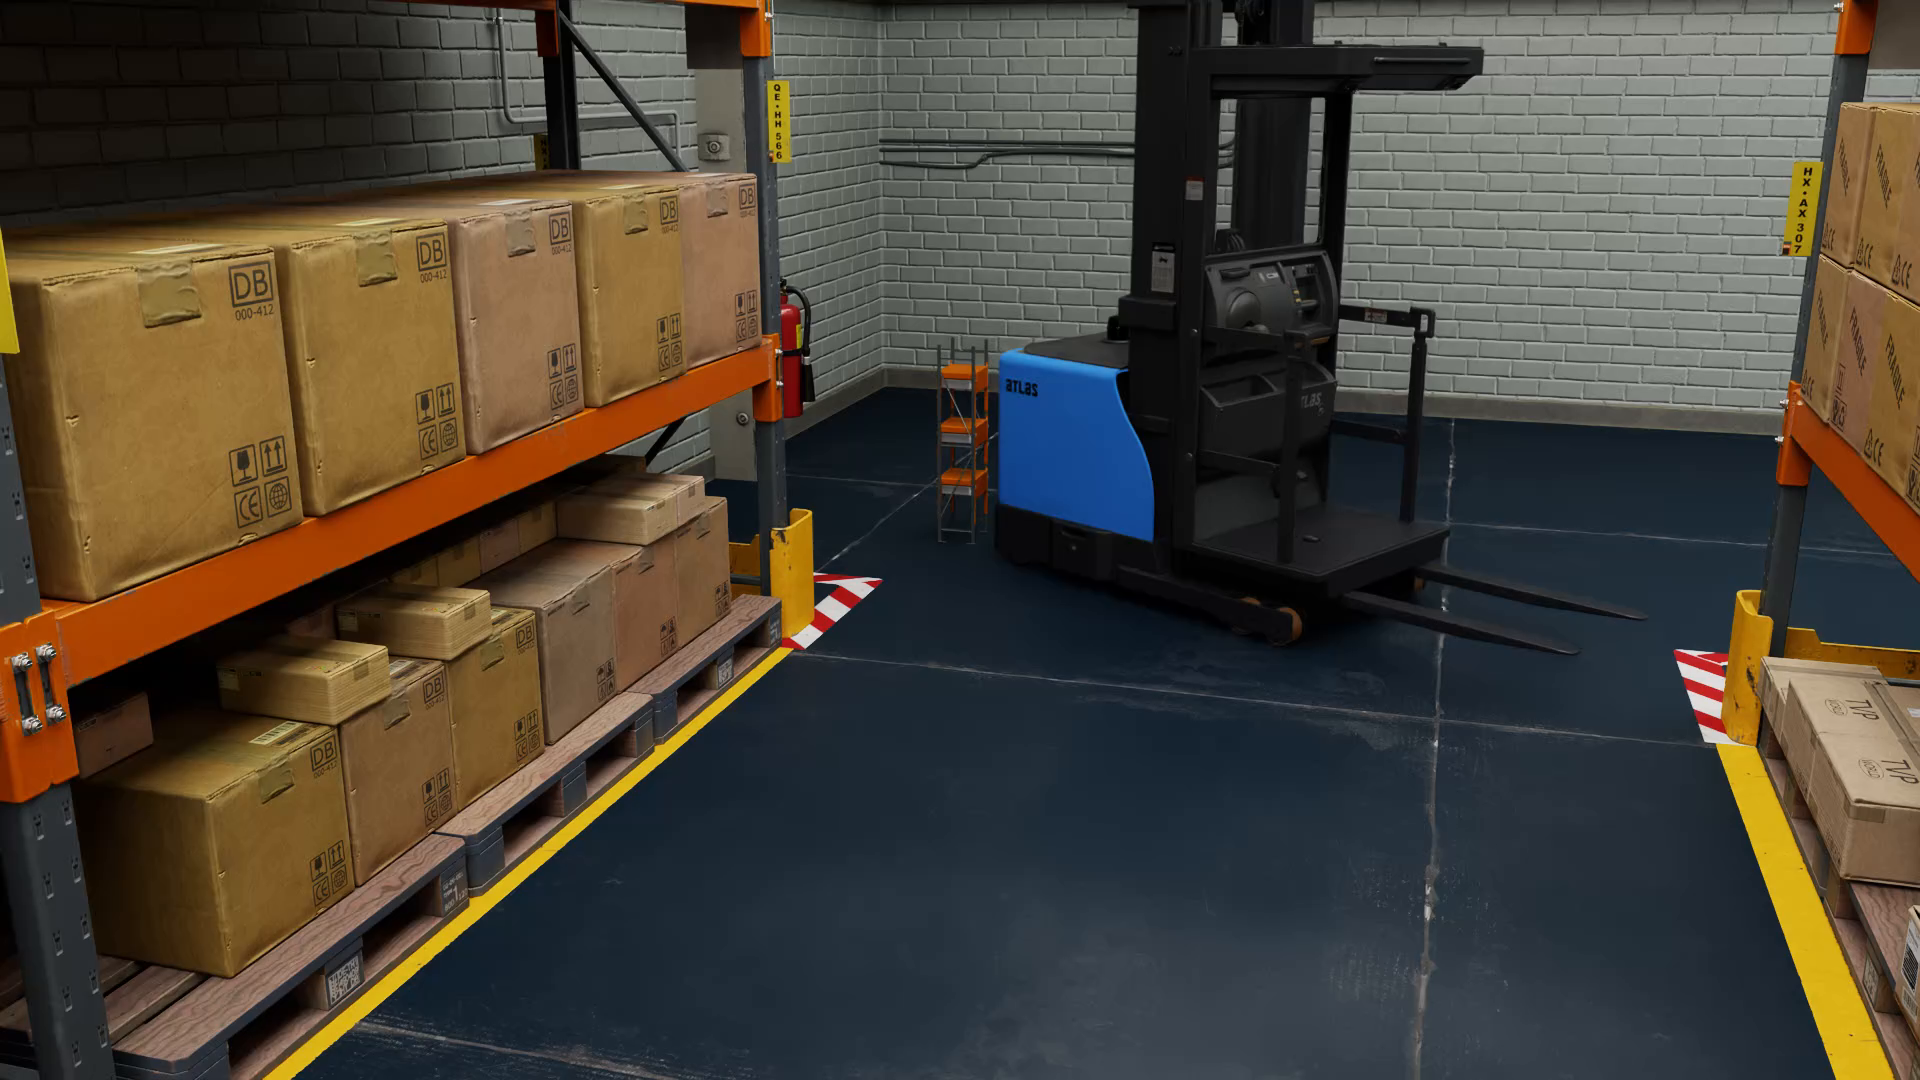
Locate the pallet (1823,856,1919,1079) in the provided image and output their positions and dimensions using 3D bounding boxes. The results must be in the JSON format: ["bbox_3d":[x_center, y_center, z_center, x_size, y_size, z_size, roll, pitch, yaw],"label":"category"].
[{"bbox_3d":[2.893,1.182,4.276,1.003,0.211,1.213,5,16,16],"label":"pallet"}]

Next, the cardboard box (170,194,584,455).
[{"bbox_3d":[-1.818,-0.710,5.285,0.980,0.700,0.700,4,16,13],"label":"cardboard box"}]

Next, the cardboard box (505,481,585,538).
[{"bbox_3d":[-1.664,-0.126,6.398,0.380,0.149,0.250,5,16,16],"label":"cardboard box"}]

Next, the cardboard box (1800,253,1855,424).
[{"bbox_3d":[3.110,-0.659,5.472,0.500,0.500,0.500,5,17,17],"label":"cardboard box"}]

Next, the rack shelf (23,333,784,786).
[{"bbox_3d":[-1.830,-0.220,5.427,1.077,0.370,4.000,5,16,16],"label":"rack shelf"}]

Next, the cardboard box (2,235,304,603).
[{"bbox_3d":[-2.228,-0.328,3.939,0.980,0.700,0.700,5,17,17],"label":"cardboard box"}]

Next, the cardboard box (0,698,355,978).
[{"bbox_3d":[-2.087,0.770,4.430,0.700,0.500,0.500,5,17,17],"label":"cardboard box"}]

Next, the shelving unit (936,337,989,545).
[{"bbox_3d":[0.015,-0.519,8.735,0.215,1.050,0.252,5,16,16],"label":"shelving unit"}]

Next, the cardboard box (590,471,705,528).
[{"bbox_3d":[-1.226,-0.162,6.528,0.380,0.149,0.250,4,16,15],"label":"cardboard box"}]

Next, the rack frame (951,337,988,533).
[{"bbox_3d":[0.050,-0.551,8.848,0.200,1.050,0.008,5,16,16],"label":"rack frame"}]

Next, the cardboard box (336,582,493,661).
[{"bbox_3d":[-1.667,0.246,5.089,0.380,0.149,0.250,4,16,14],"label":"cardboard box"}]

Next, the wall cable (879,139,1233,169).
[{"bbox_3d":[0.689,-3.934,11.898,3.097,2.526,0.112,5,16,16],"label":"wall cable"}]

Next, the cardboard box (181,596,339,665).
[{"bbox_3d":[-2.097,0.273,4.992,0.380,0.149,0.250,4,16,14],"label":"cardboard box"}]

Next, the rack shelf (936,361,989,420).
[{"bbox_3d":[0.015,-0.782,8.661,0.215,0.259,0.240,5,16,16],"label":"rack shelf"}]

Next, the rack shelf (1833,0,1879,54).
[{"bbox_3d":[2.921,-1.280,3.667,1.077,0.370,4.000,5,16,16],"label":"rack shelf"}]

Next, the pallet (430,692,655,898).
[{"bbox_3d":[-1.762,0.785,5.674,1.003,0.211,1.213,5,16,16],"label":"pallet"}]

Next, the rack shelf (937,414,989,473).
[{"bbox_3d":[0.015,-0.509,8.738,0.215,0.259,0.240,5,16,16],"label":"rack shelf"}]

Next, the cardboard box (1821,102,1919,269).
[{"bbox_3d":[3.110,-1.140,5.336,0.500,0.500,0.500,5,17,18],"label":"cardboard box"}]

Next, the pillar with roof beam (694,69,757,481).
[{"bbox_3d":[2.804,-4.415,7.905,9.100,9.000,0.400,5,16,16],"label":"pillar with roof beam"}]

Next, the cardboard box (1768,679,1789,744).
[{"bbox_3d":[2.970,0.593,5.627,0.380,0.166,0.250,5,16,16],"label":"cardboard box"}]

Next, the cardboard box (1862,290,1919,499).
[{"bbox_3d":[2.823,-0.392,4.532,0.500,0.500,0.500,5,16,16],"label":"cardboard box"}]

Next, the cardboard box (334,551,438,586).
[{"bbox_3d":[-1.951,0.140,5.463,0.380,0.149,0.250,4,16,15],"label":"cardboard box"}]

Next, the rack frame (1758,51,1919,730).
[{"bbox_3d":[3.489,-0.706,5.823,1.000,3.000,0.127,5,16,16],"label":"rack frame"}]

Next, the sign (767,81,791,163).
[{"bbox_3d":[-0.745,-1.715,6.822,0.100,0.325,0.005,5,16,16],"label":"sign"}]

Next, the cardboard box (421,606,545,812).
[{"bbox_3d":[-1.793,0.504,5.365,0.700,0.500,0.500,5,17,17],"label":"cardboard box"}]

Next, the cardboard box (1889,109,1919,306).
[{"bbox_3d":[2.822,-0.872,4.391,0.500,0.500,0.500,5,17,17],"label":"cardboard box"}]

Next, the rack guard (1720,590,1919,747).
[{"bbox_3d":[3.468,0.516,6.094,1.175,0.500,0.348,5,16,16],"label":"rack guard"}]

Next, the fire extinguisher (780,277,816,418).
[{"bbox_3d":[-0.776,-0.877,7.248,0.296,0.674,0.183,5,16,16],"label":"fire extinguisher"}]

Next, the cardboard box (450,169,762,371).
[{"bbox_3d":[-1.397,-1.100,6.660,0.980,0.700,0.700,5,17,18],"label":"cardboard box"}]

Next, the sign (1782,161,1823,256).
[{"bbox_3d":[2.969,-1.165,5.853,0.100,0.325,0.005,5,16,16],"label":"sign"}]

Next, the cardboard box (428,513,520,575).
[{"bbox_3d":[-1.807,0.006,5.933,0.380,0.149,0.250,5,17,17],"label":"cardboard box"}]

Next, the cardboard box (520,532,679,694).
[{"bbox_3d":[-1.506,0.233,6.323,0.700,0.500,0.500,5,16,16],"label":"cardboard box"}]

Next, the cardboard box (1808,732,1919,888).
[{"bbox_3d":[2.779,0.787,4.792,0.500,0.250,0.500,5,16,16],"label":"cardboard box"}]

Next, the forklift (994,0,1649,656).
[{"bbox_3d":[1.563,-1.111,7.376,1.130,2.935,3.031,-15,22,-42],"label":"forklift"}]

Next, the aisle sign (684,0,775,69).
[{"bbox_3d":[-0.953,-2.336,6.803,0.394,0.787,0.004,5,16,16],"label":"aisle sign"}]
